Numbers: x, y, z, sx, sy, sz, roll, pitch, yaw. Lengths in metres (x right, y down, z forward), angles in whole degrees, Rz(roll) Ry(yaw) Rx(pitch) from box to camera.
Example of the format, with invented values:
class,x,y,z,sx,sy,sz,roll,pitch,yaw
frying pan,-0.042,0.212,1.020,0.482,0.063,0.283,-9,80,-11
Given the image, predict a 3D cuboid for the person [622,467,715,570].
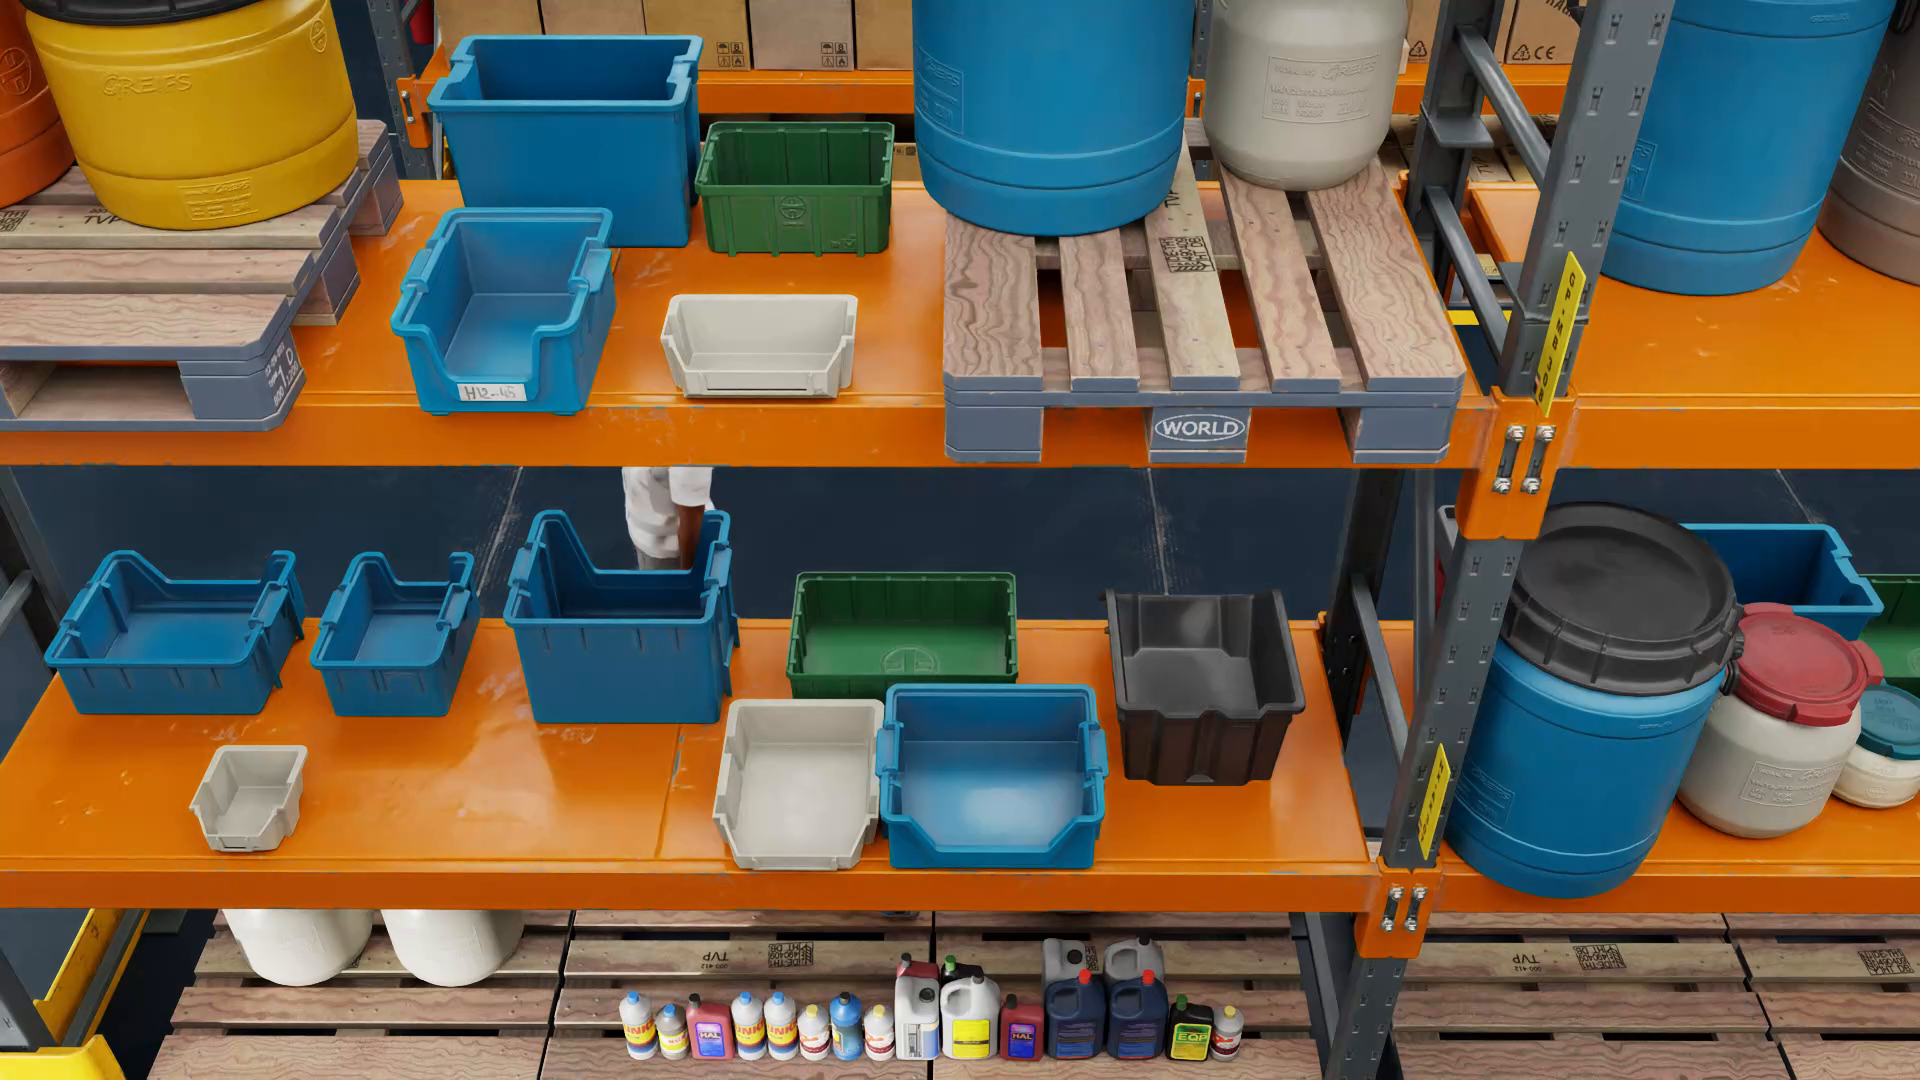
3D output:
class,x,y,z,sx,sy,sz,roll,pitch,yaw
person,-1.096,-0.014,6.186,0.493,1.810,0.588,-12,41,-15
